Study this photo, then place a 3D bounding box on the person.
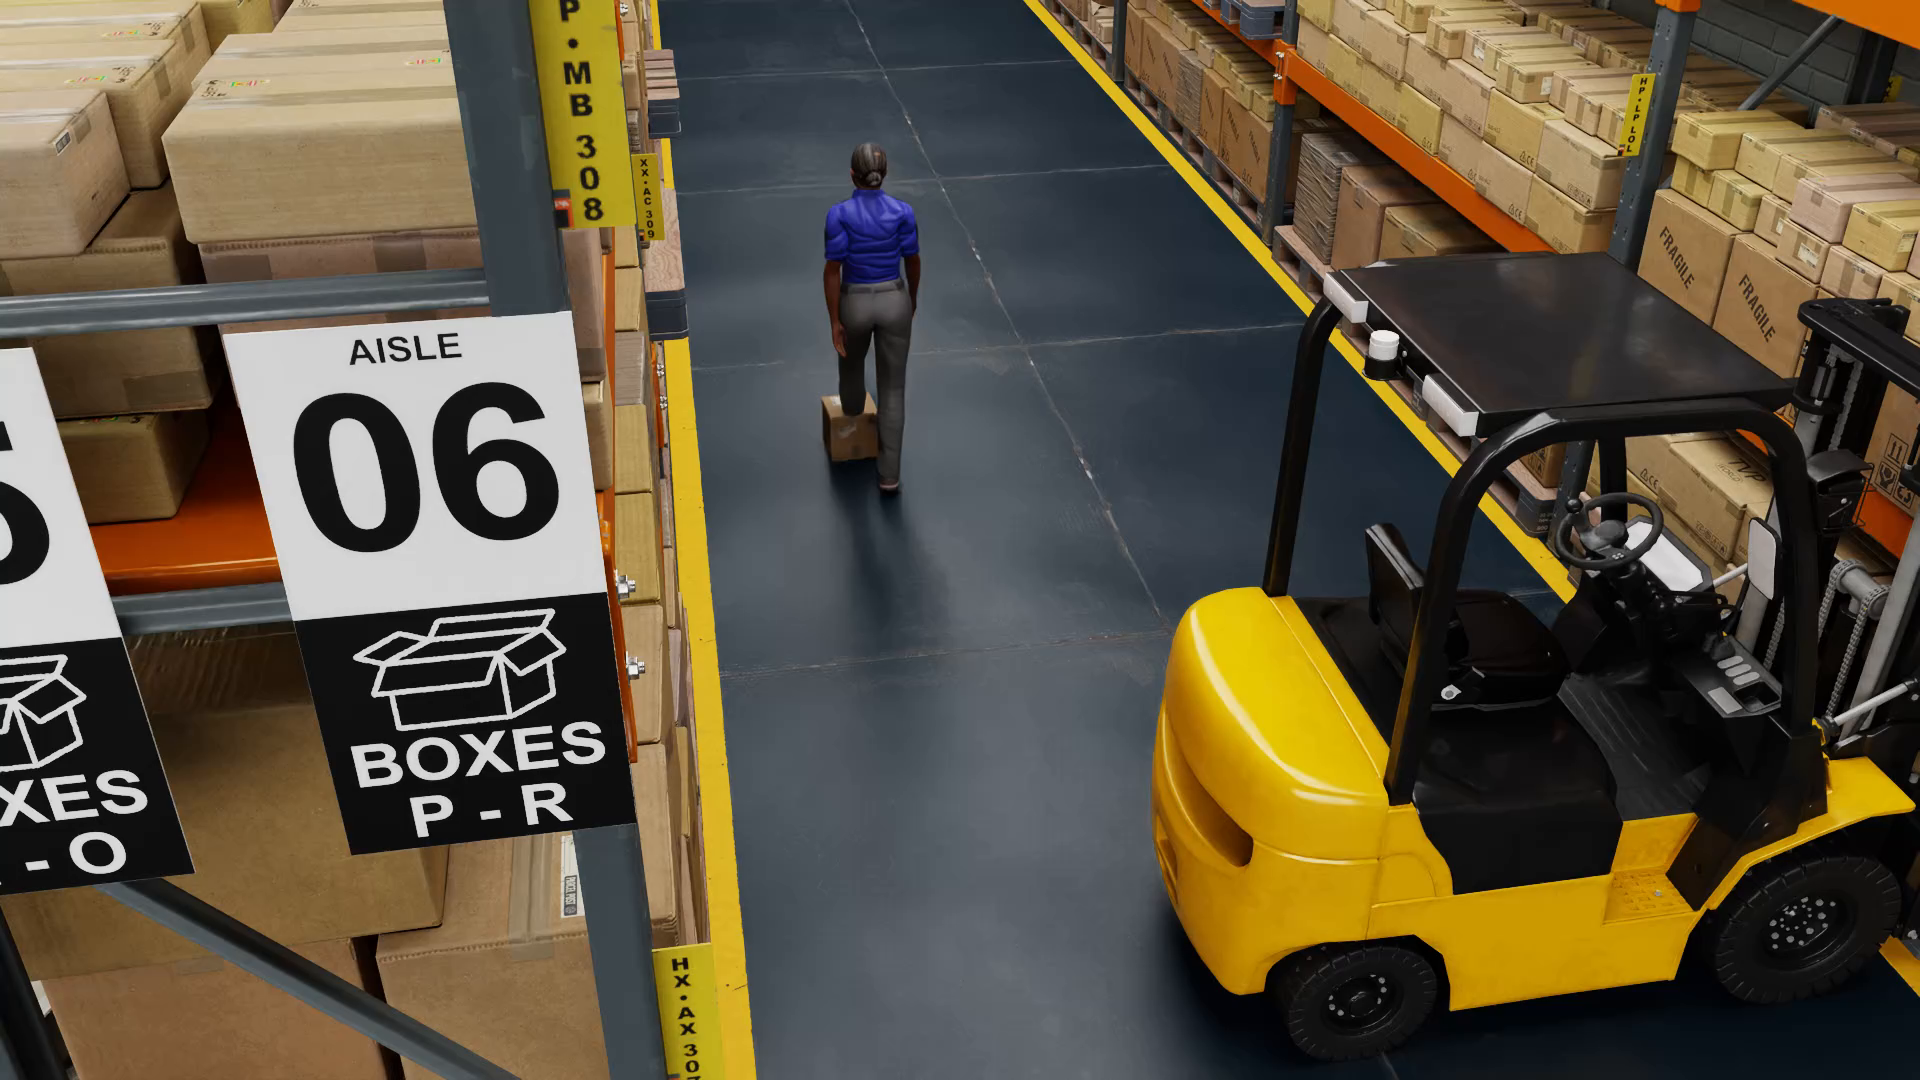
[{"bbox_3d":[-0.415,-1.080,7.980,0.470,1.690,0.783,-3,31,-5],"label":"person"}]
